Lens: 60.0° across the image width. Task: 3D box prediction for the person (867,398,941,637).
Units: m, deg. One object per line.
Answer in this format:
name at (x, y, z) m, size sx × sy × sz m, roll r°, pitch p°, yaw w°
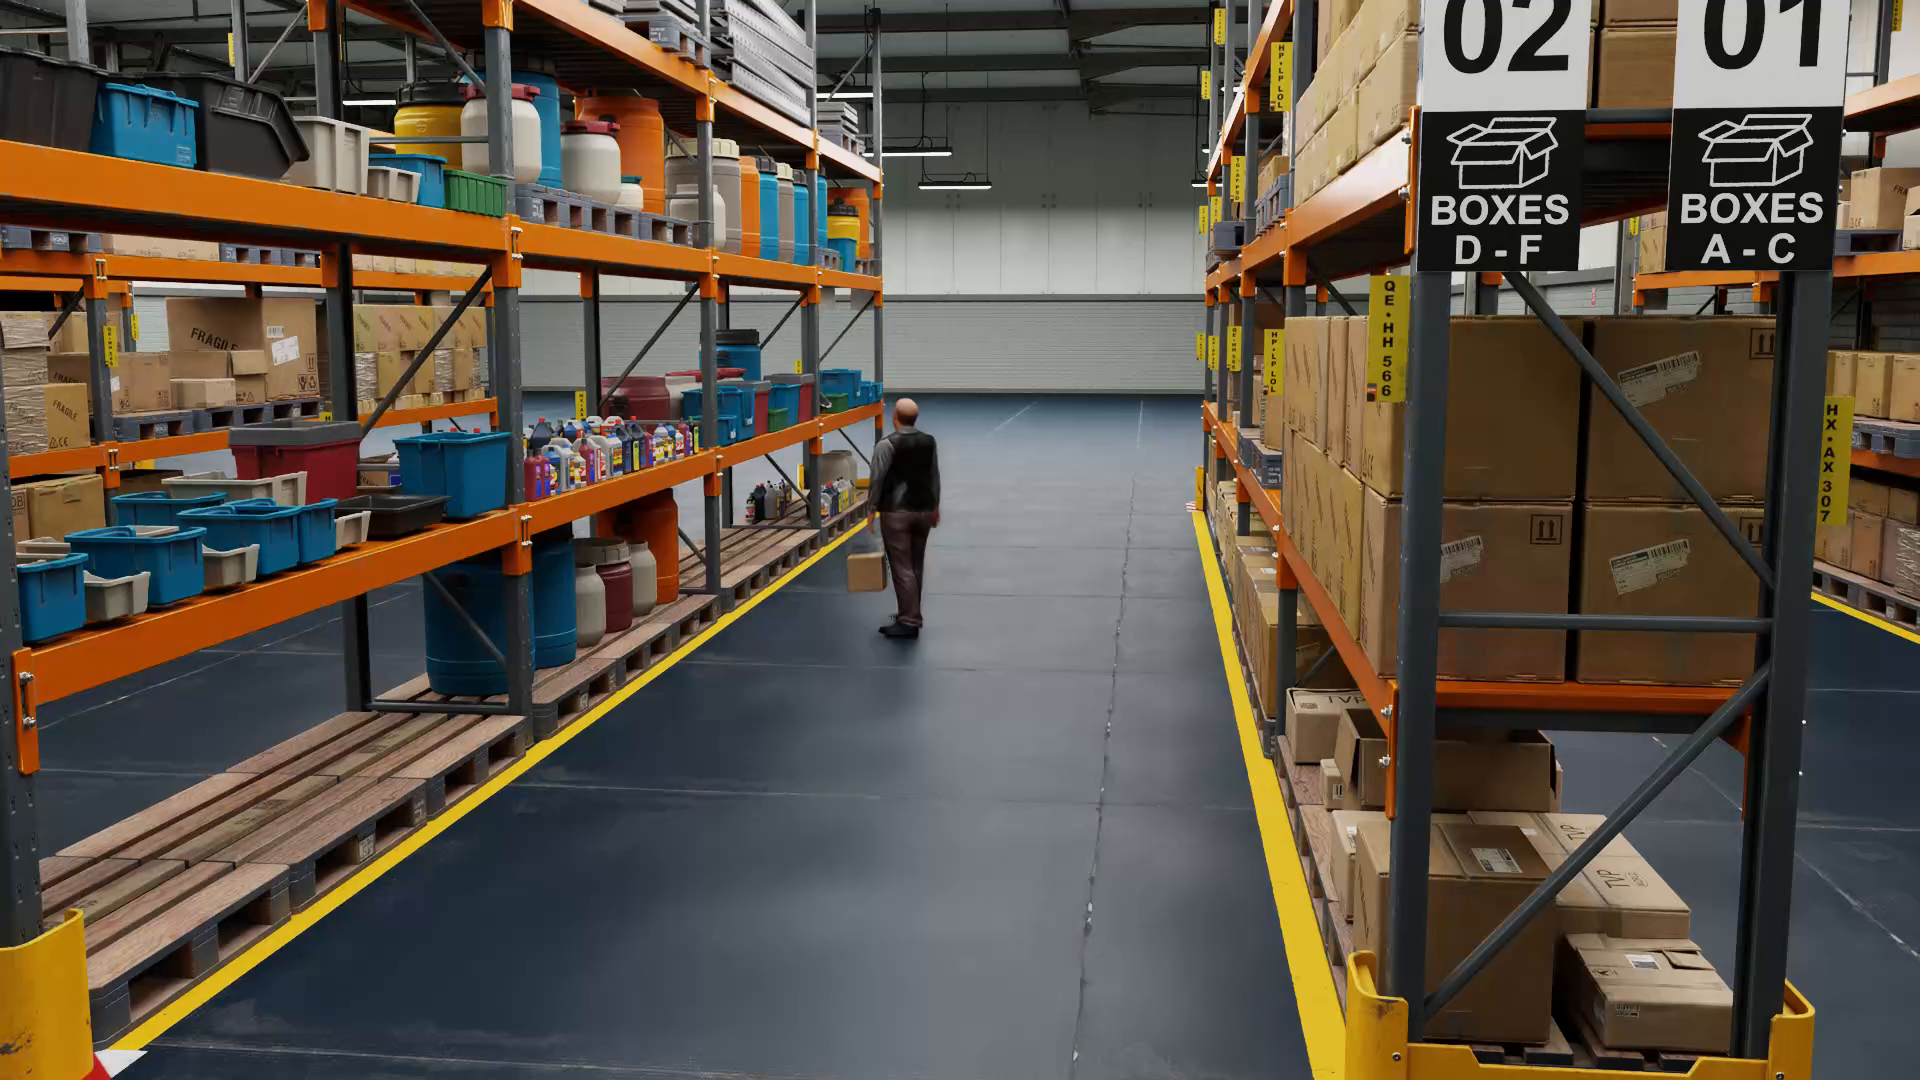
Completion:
person at (-0.412, -0.181, 12.215) m, size 0.649 × 1.721 × 0.624 m, roll -6°, pitch 9°, yaw -37°
